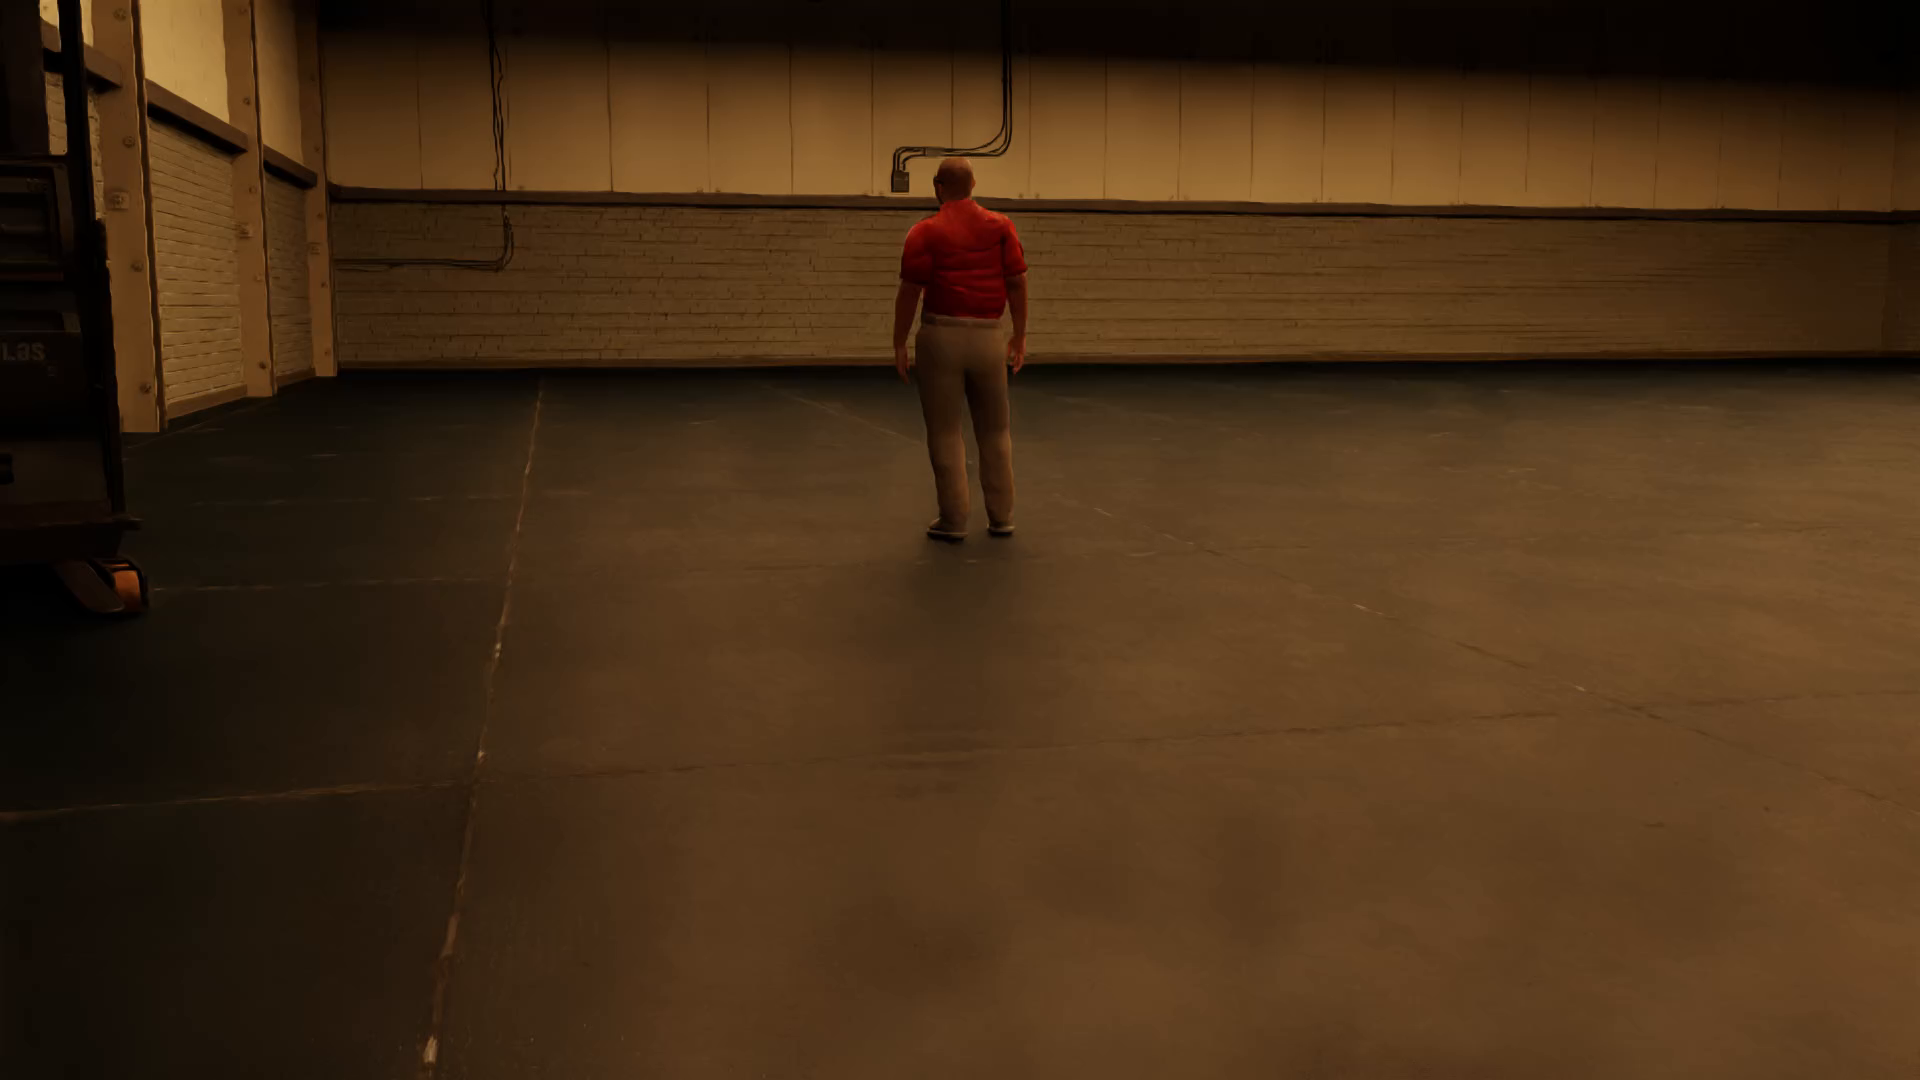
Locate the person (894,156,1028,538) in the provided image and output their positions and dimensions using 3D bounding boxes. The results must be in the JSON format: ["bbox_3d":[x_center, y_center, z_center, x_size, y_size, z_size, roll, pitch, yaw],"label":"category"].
[{"bbox_3d":[-0.009,-0.876,7.676,0.640,1.727,0.550,-2,8,-13],"label":"person"}]

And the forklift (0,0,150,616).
[{"bbox_3d":[-3.486,-1.182,5.583,1.130,2.935,3.031,-5,10,-33],"label":"forklift"}]
